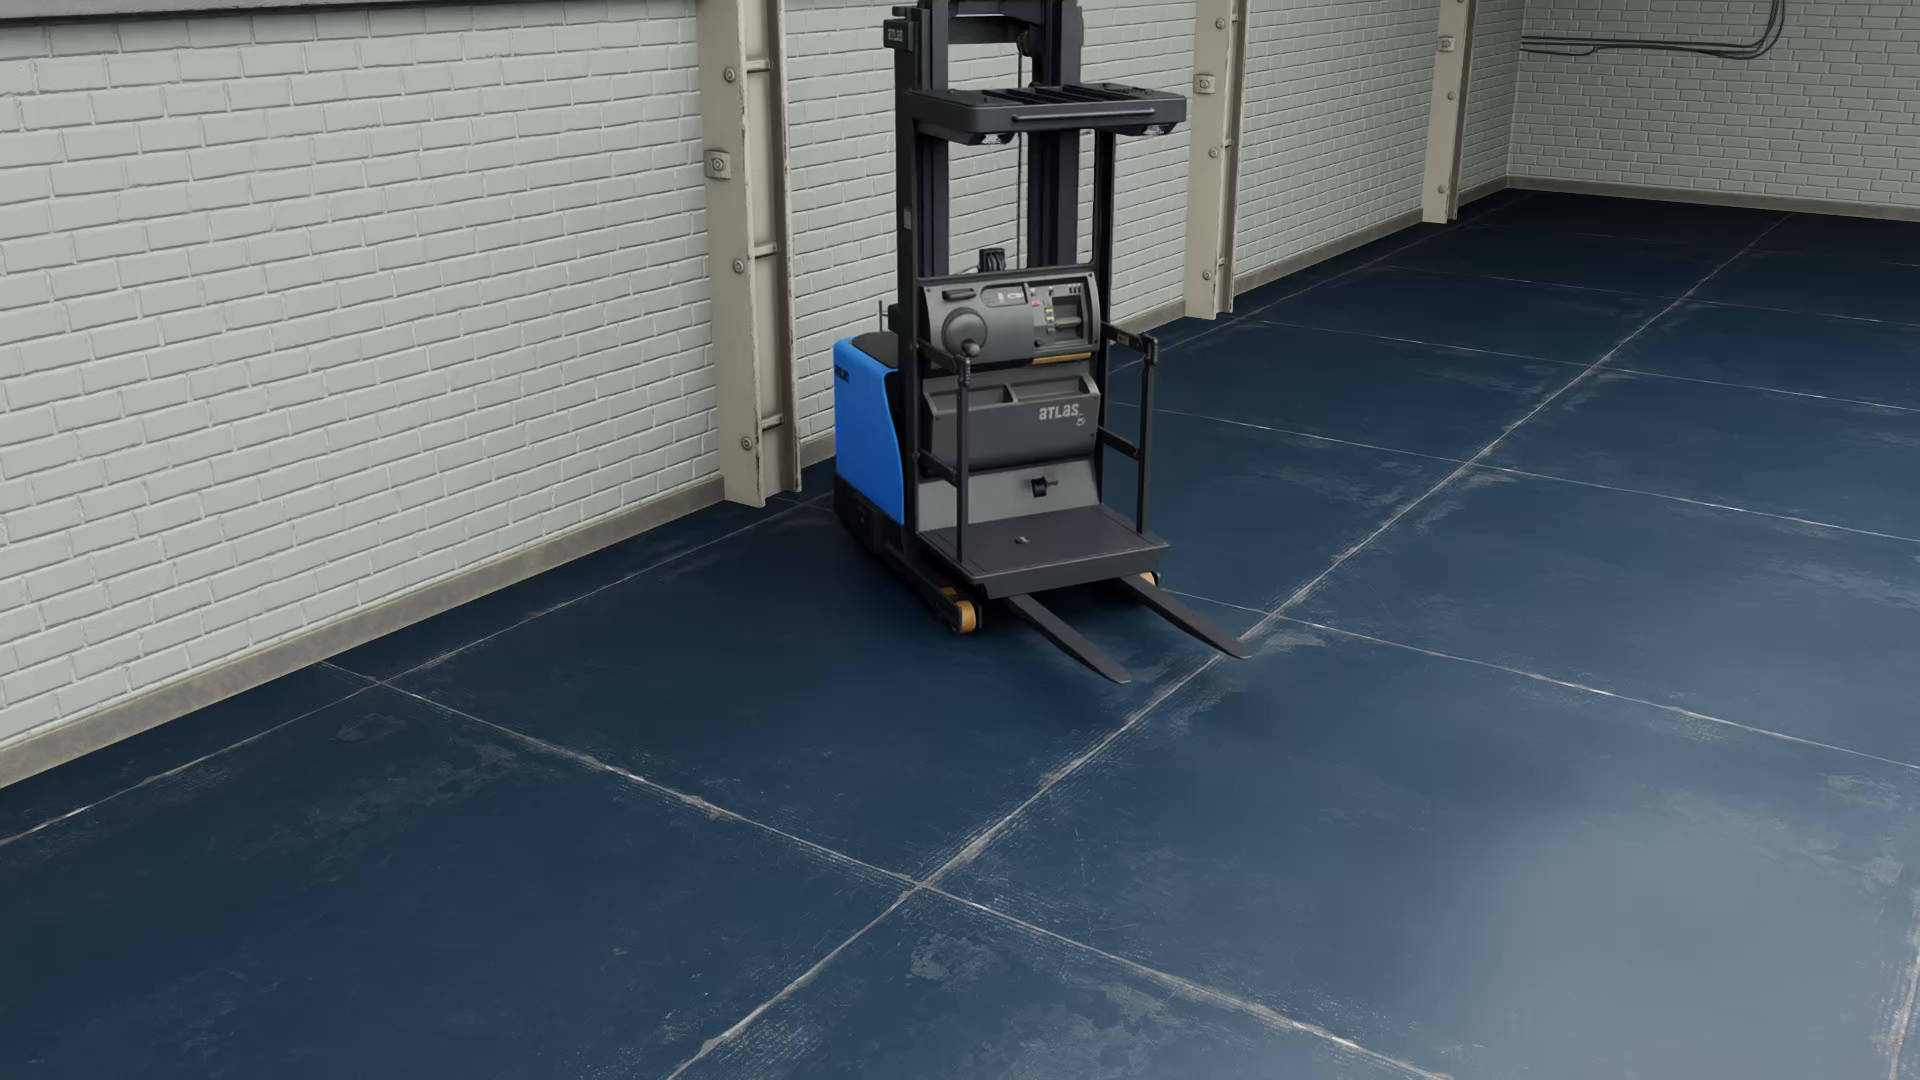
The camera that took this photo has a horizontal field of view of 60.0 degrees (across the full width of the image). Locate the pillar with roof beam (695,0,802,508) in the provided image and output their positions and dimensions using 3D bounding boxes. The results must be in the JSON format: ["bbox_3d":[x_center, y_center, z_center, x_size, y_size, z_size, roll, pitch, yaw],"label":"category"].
[{"bbox_3d":[2.367,-3.657,6.180,9.100,9.000,0.400,13,24,32],"label":"pillar with roof beam"}]

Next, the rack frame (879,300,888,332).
[{"bbox_3d":[-0.365,-0.788,9.667,0.240,1.200,0.006,14,24,33],"label":"rack frame"}]

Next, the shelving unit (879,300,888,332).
[{"bbox_3d":[-0.312,-0.814,9.737,0.258,1.200,0.189,14,24,33],"label":"shelving unit"}]

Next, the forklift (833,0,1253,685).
[{"bbox_3d":[0.352,-1.088,7.982,1.130,2.935,3.031,-9,22,-23],"label":"forklift"}]

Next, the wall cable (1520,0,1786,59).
[{"bbox_3d":[8.302,-7.071,19.884,3.097,2.526,0.112,13,24,32],"label":"wall cable"}]

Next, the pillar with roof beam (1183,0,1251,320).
[{"bbox_3d":[5.740,-5.378,10.834,9.100,9.000,0.400,13,24,32],"label":"pillar with roof beam"}]

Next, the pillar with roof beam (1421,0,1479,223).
[{"bbox_3d":[9.113,-7.100,15.488,9.100,9.000,0.400,13,24,32],"label":"pillar with roof beam"}]
